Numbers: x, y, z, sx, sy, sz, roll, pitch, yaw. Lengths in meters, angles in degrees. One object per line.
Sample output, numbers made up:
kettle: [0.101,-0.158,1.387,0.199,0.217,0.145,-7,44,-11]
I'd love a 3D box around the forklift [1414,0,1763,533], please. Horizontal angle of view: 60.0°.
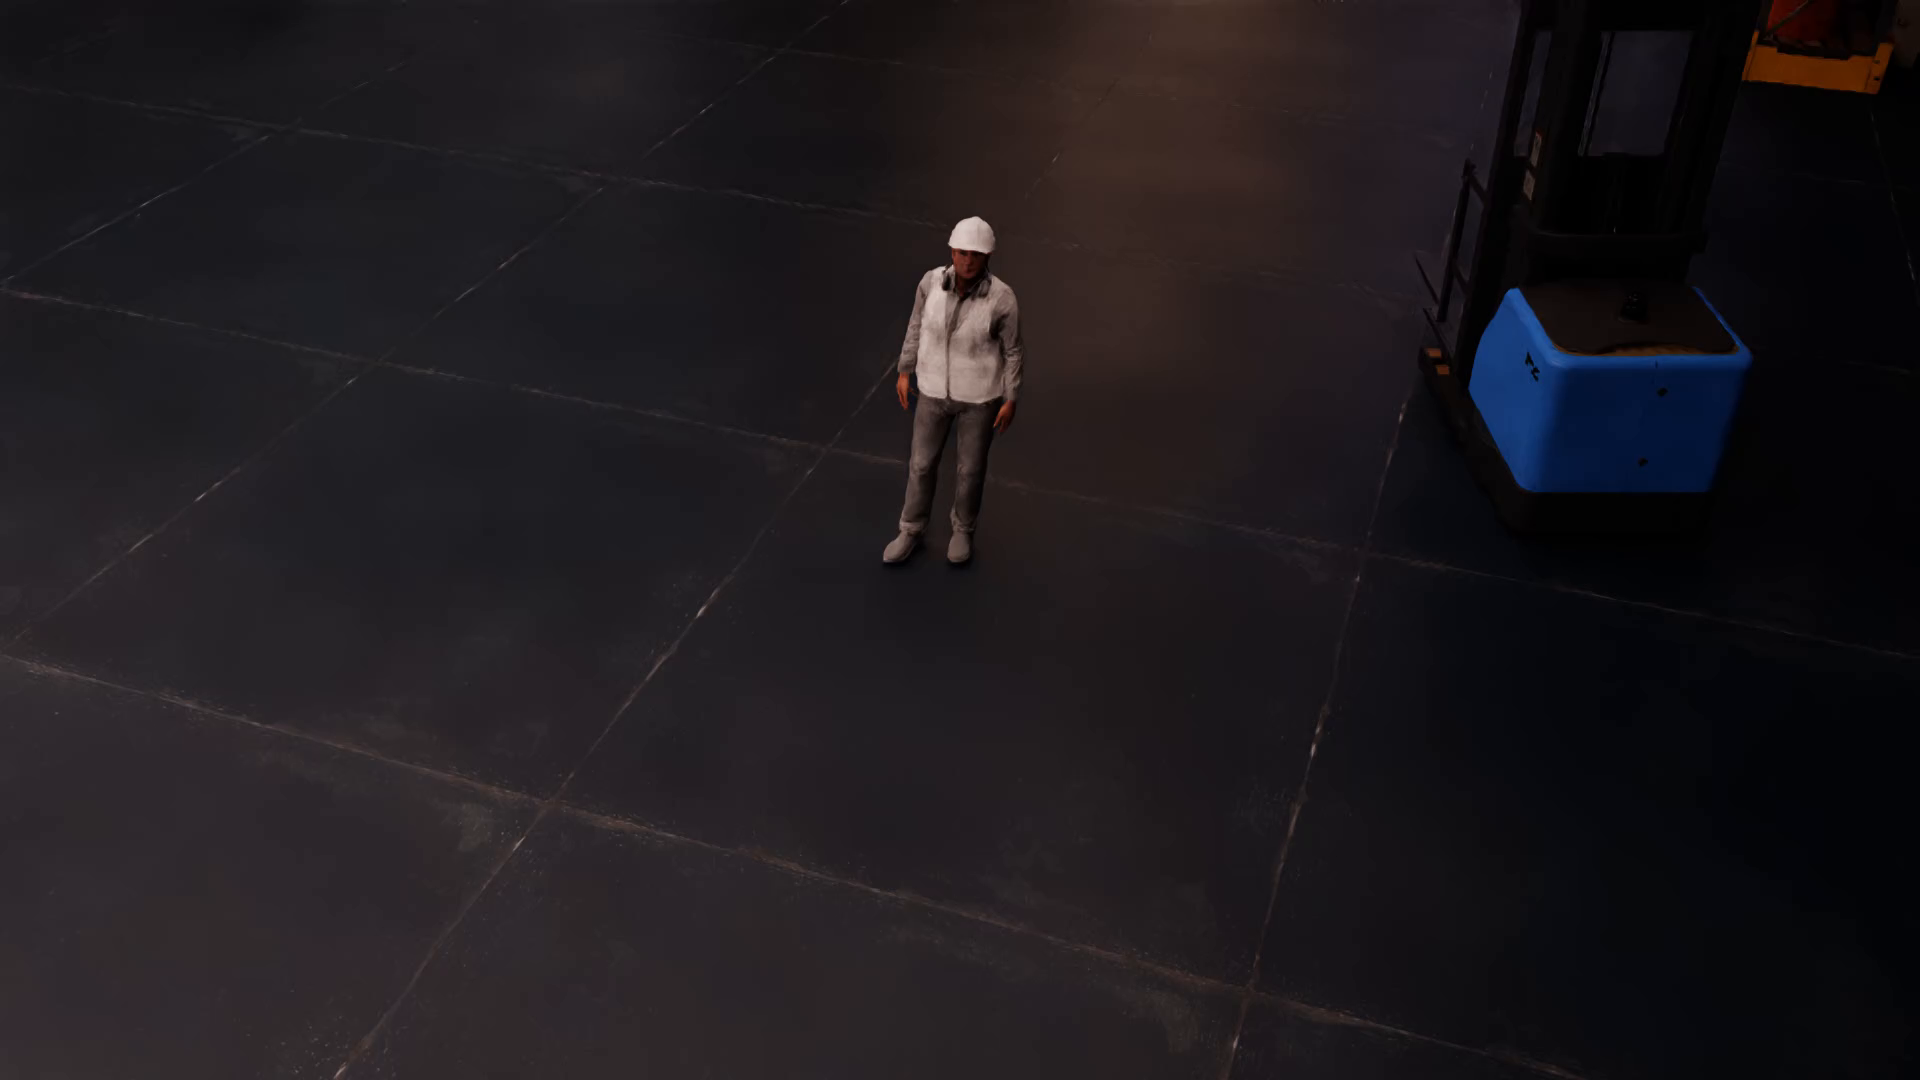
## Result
forklift: [3.348,-2.051,9.003,1.130,2.935,3.031,0,35,0]

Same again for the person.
person: [-0.029,-0.697,8.082,0.632,1.773,0.567,12,37,16]
